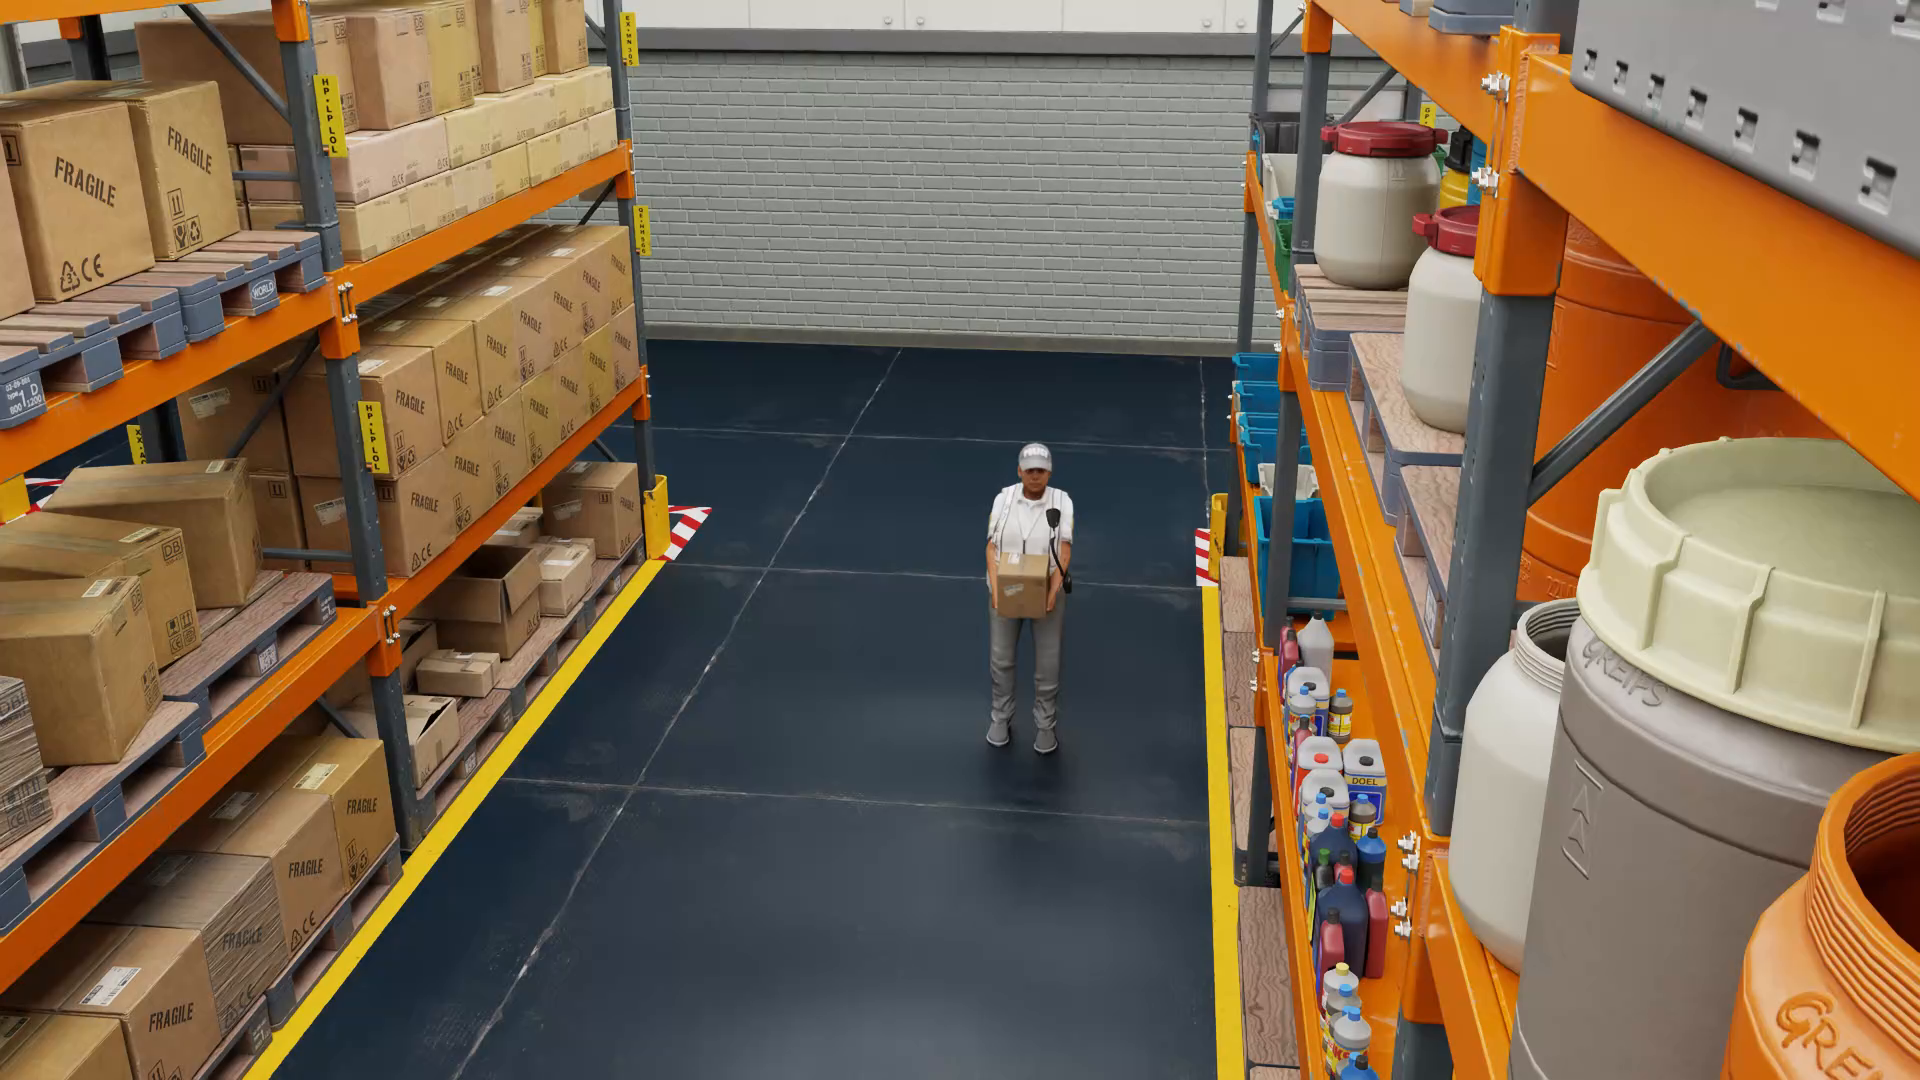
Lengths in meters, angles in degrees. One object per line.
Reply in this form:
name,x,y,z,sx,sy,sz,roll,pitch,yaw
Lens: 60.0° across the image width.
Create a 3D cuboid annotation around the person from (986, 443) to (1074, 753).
person,0.359,0.319,8.777,0.453,1.653,0.534,3,21,7
